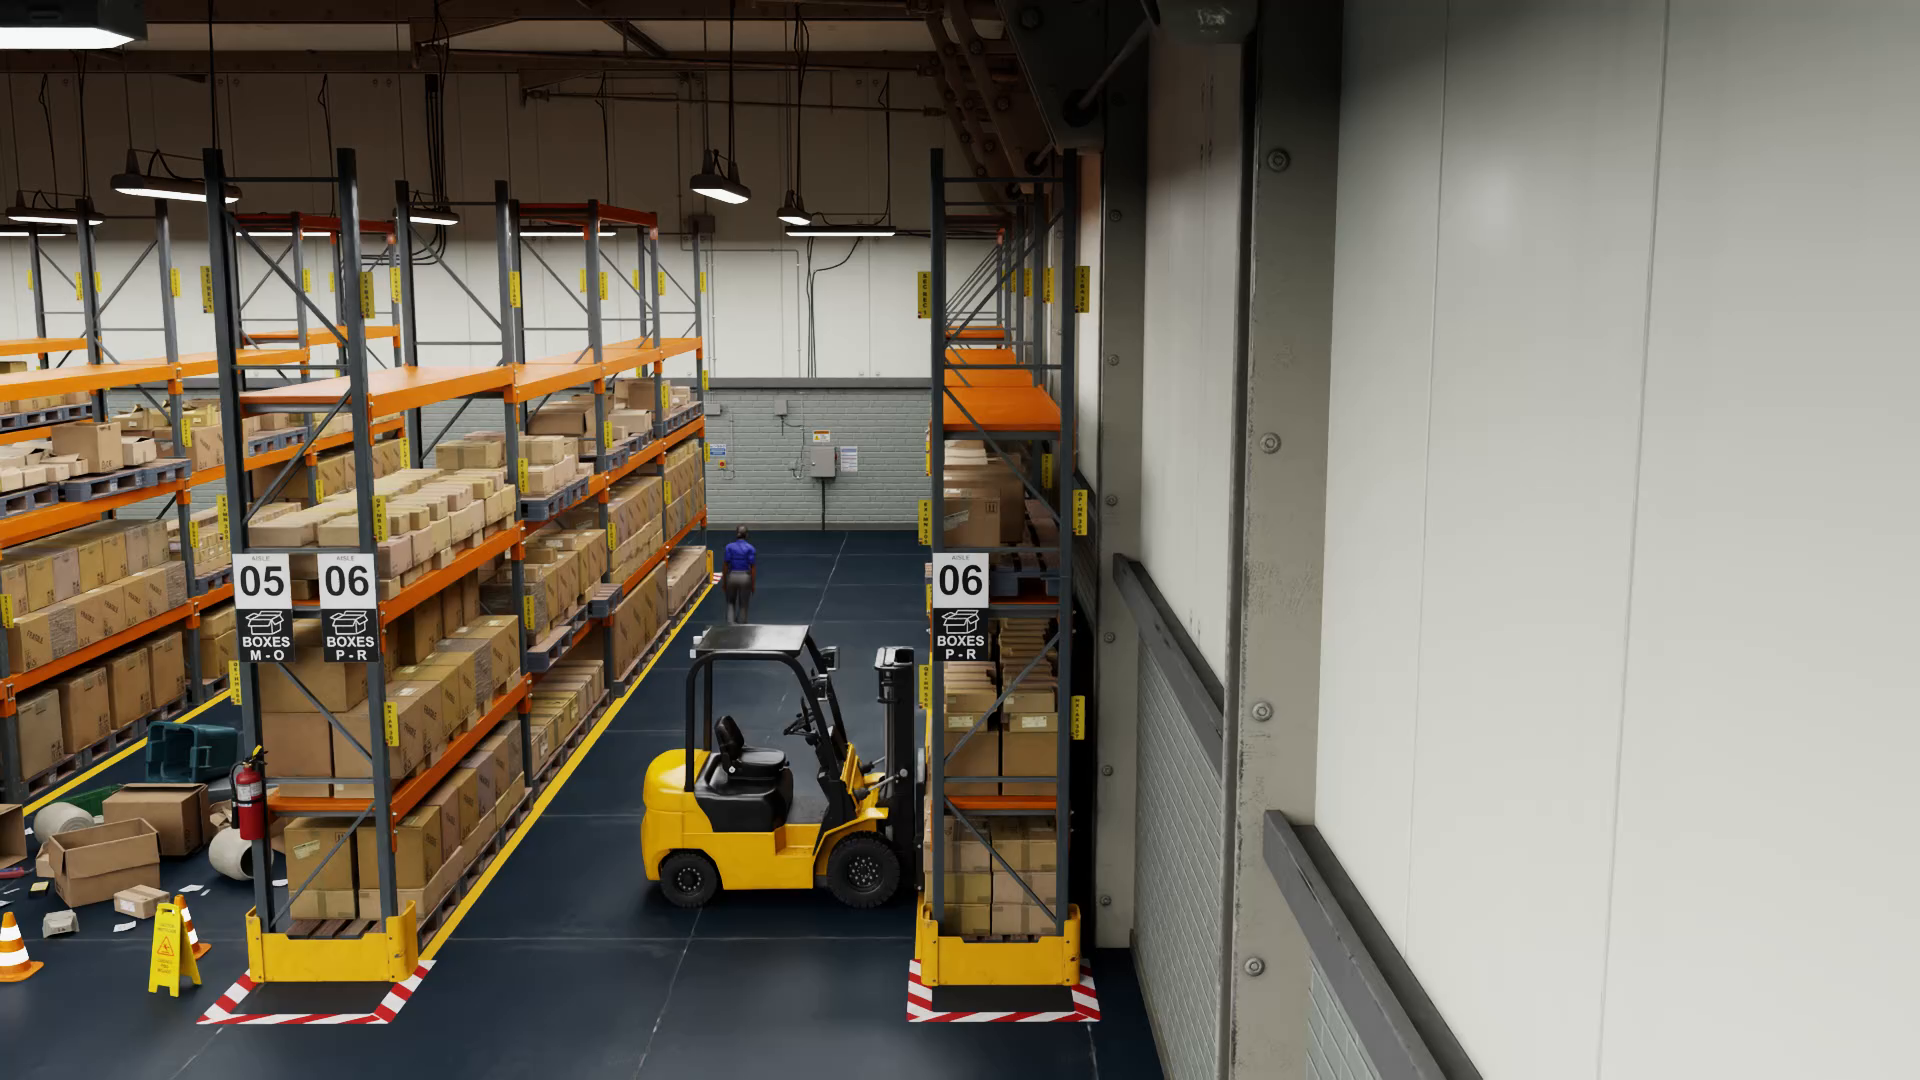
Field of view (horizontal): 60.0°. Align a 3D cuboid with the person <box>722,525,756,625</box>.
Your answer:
[{"bbox_3d":[-3.108,0.613,23.393,0.486,1.657,0.448,0,9,3],"label":"person"}]
